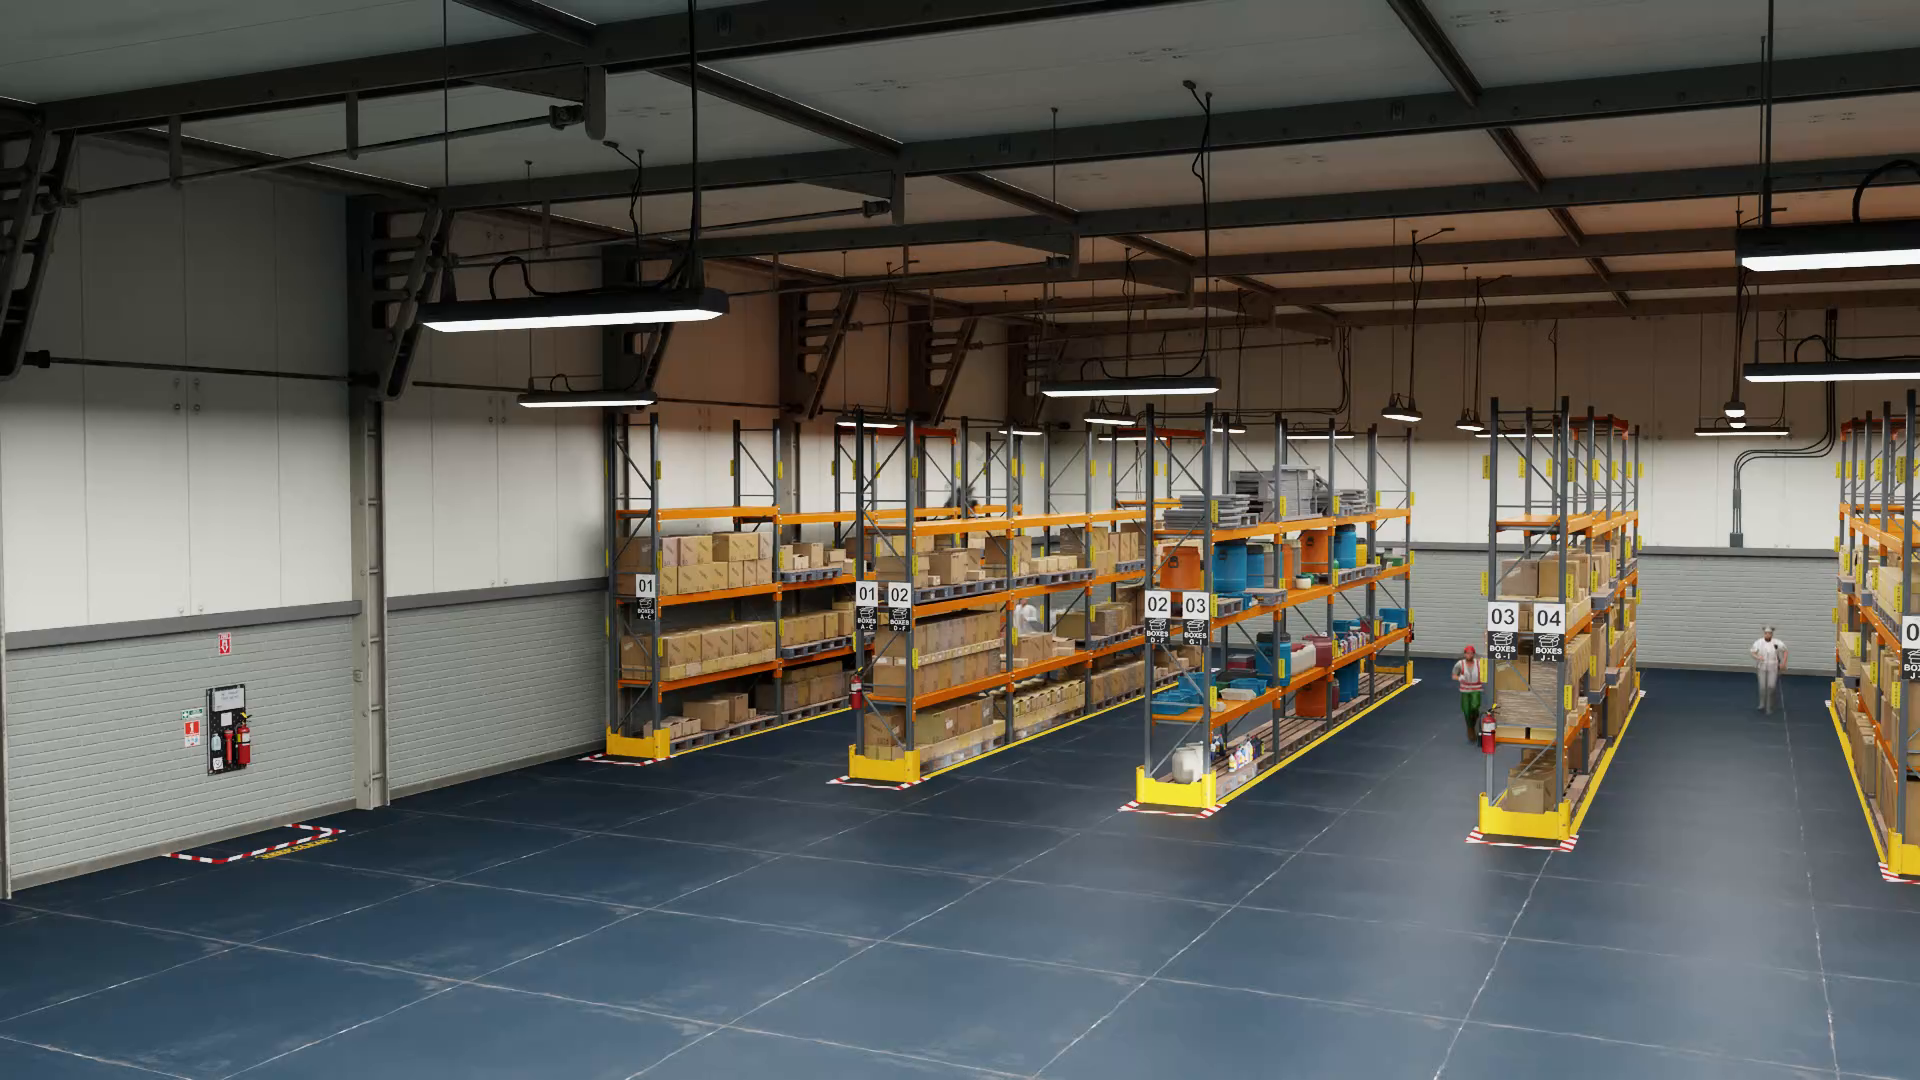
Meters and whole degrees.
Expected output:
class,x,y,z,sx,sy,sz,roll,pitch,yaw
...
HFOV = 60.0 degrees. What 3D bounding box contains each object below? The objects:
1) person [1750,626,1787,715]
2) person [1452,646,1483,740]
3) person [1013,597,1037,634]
class,x,y,z,sx,sy,sz,roll,pitch,yaw
person,16.688,2.673,34.348,0.682,1.816,0.871,1,3,28
person,9.442,2.811,30.702,0.697,1.747,0.809,1,3,19
person,1.481,2.225,39.085,0.674,1.887,0.792,1,2,12
